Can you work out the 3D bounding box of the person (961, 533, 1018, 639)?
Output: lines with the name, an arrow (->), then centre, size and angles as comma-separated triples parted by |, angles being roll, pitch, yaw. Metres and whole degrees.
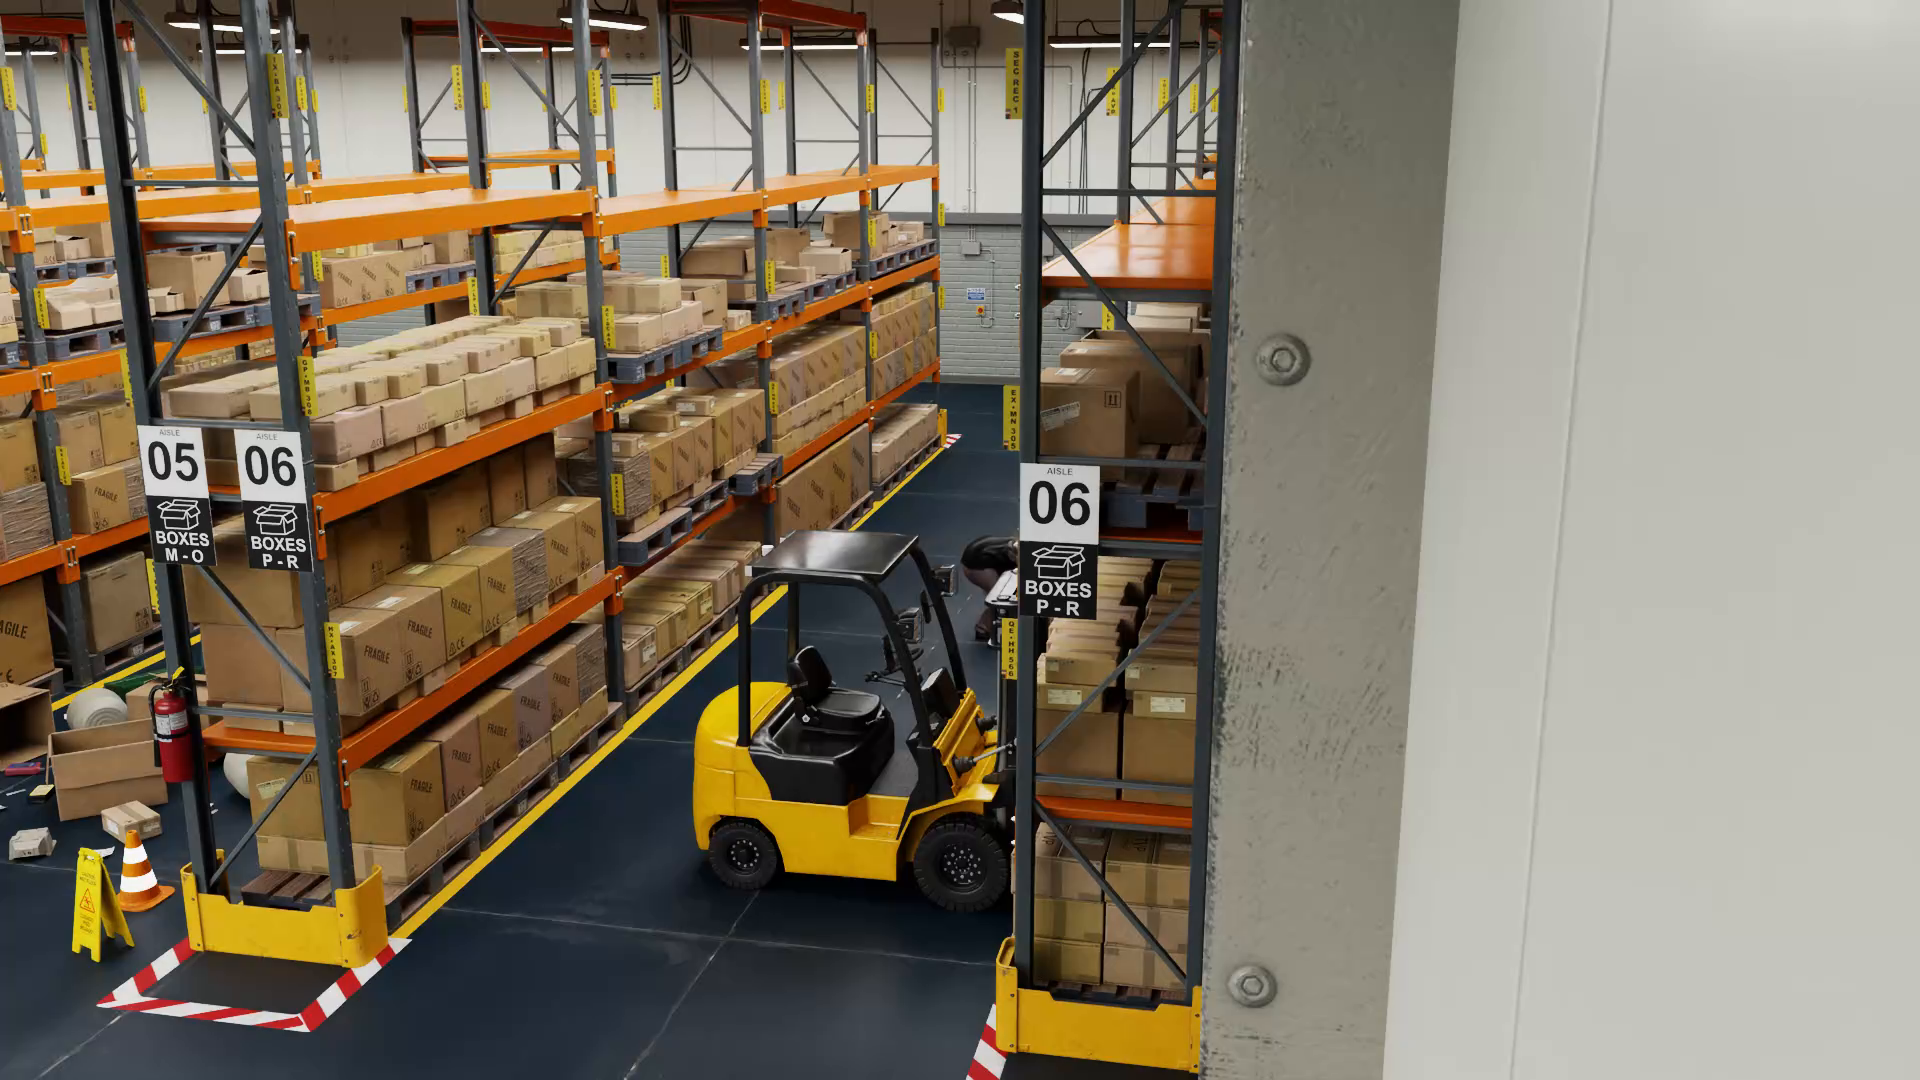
person -> 0.487, 0.425, 15.846 | 0.949, 1.008, 0.514 | 2, 15, 9
